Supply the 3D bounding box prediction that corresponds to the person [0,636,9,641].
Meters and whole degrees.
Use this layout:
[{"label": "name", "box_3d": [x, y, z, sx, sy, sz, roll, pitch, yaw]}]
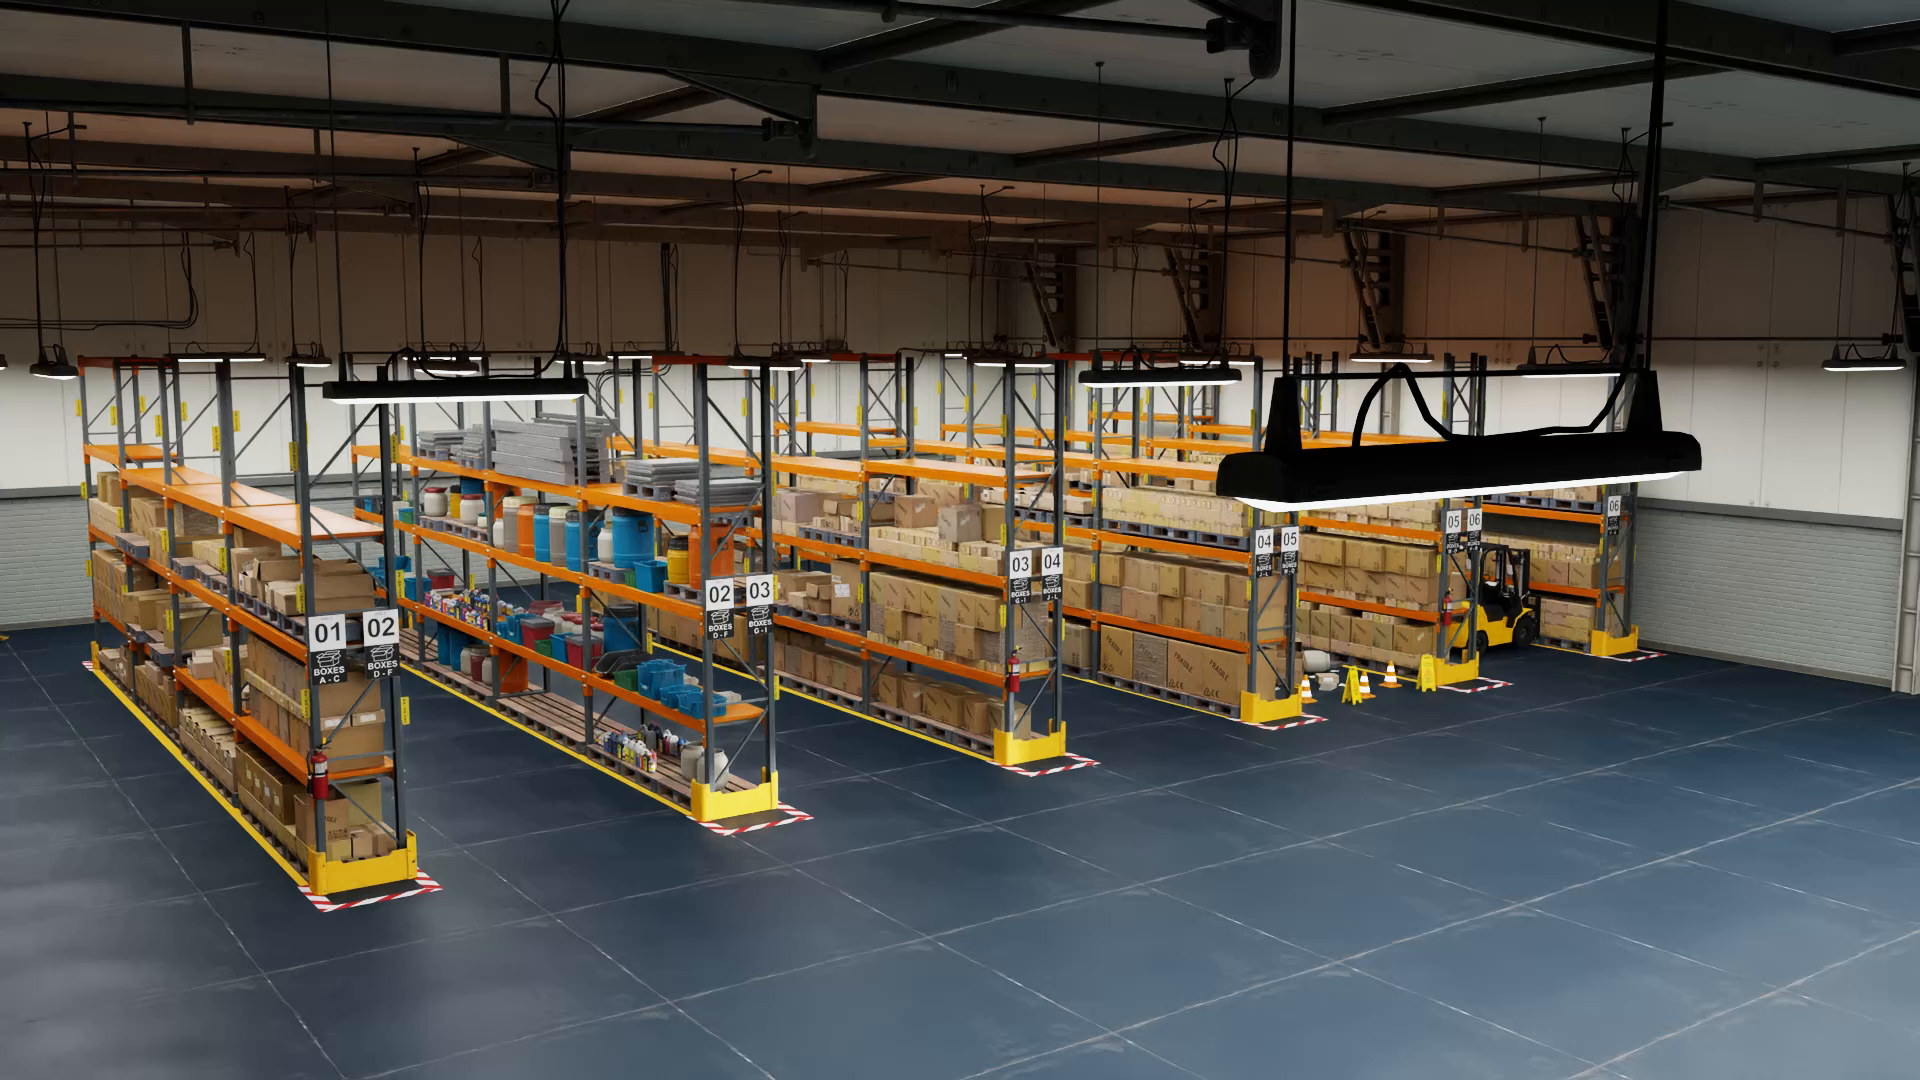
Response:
[{"label": "person", "box_3d": [-20.391, 1.288, 34.507, 1.095, 1.710, 0.564, -3, 8, -27]}]
